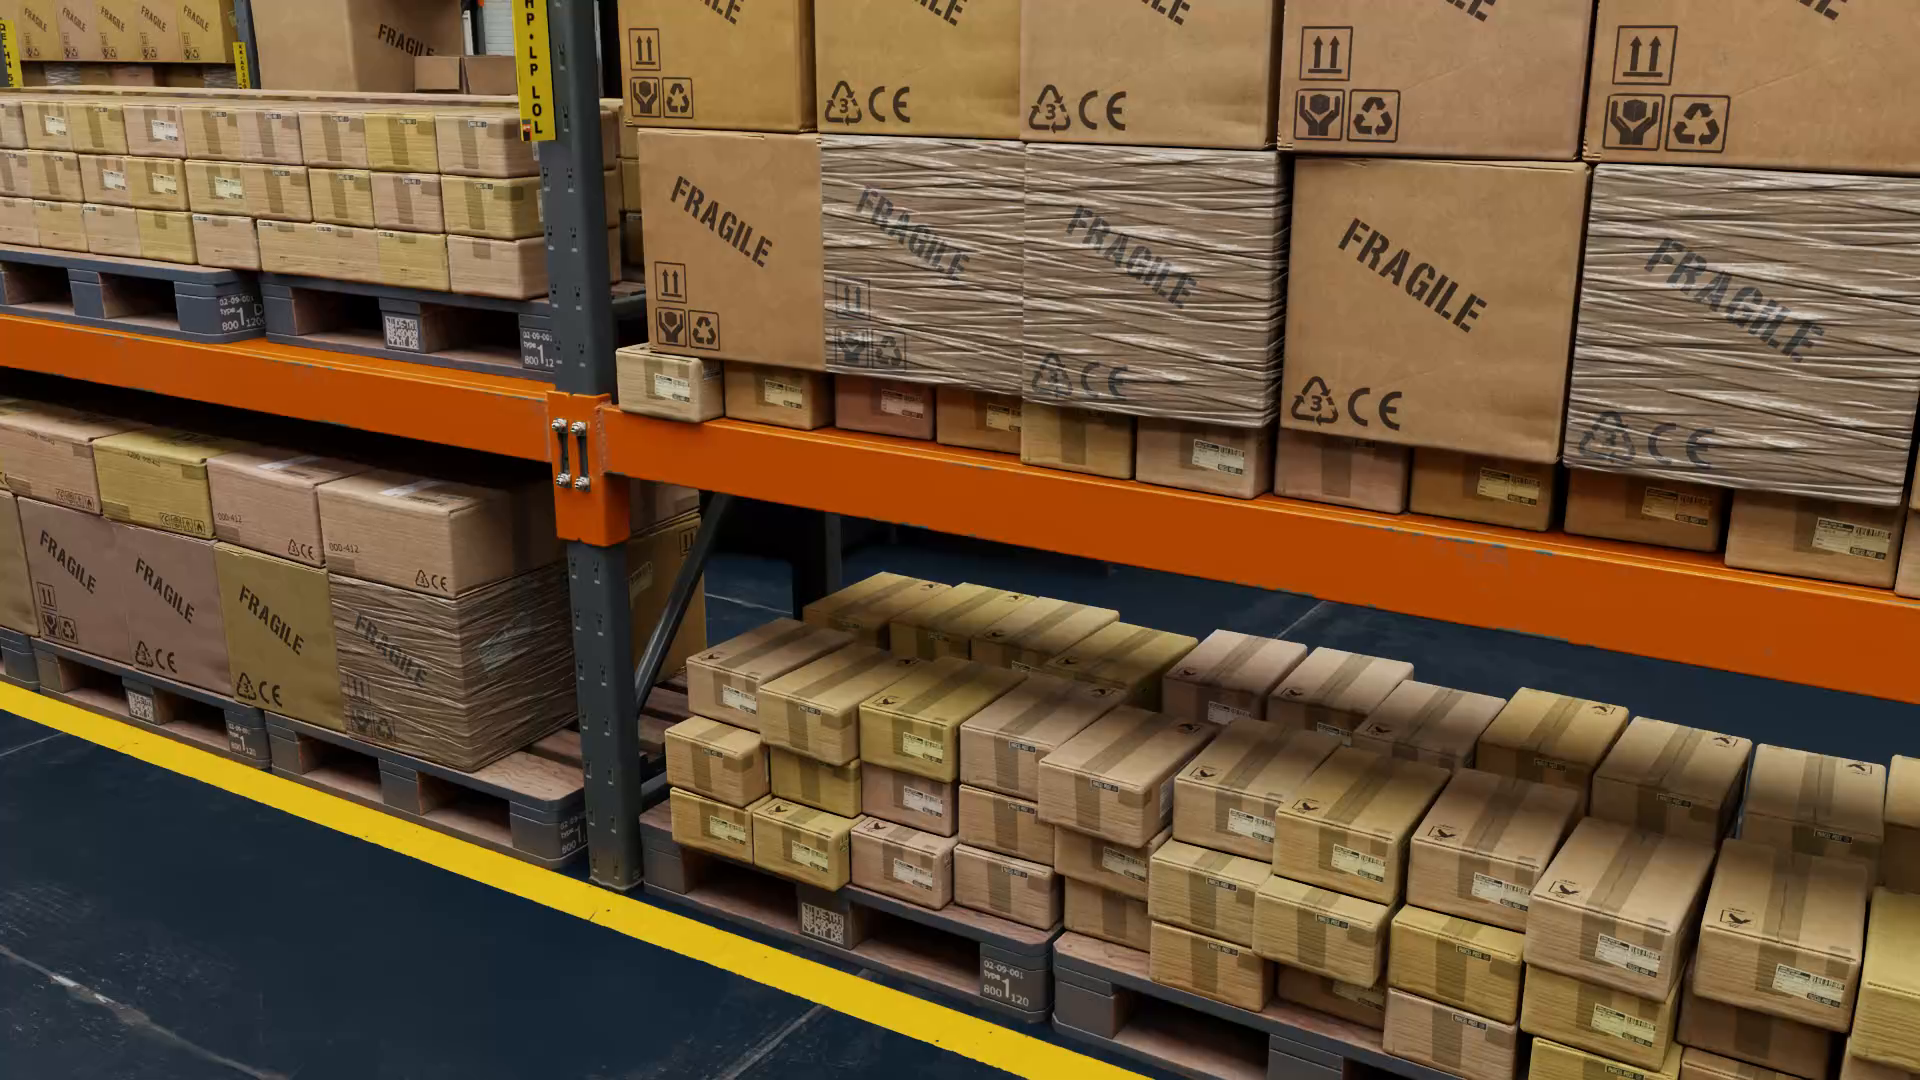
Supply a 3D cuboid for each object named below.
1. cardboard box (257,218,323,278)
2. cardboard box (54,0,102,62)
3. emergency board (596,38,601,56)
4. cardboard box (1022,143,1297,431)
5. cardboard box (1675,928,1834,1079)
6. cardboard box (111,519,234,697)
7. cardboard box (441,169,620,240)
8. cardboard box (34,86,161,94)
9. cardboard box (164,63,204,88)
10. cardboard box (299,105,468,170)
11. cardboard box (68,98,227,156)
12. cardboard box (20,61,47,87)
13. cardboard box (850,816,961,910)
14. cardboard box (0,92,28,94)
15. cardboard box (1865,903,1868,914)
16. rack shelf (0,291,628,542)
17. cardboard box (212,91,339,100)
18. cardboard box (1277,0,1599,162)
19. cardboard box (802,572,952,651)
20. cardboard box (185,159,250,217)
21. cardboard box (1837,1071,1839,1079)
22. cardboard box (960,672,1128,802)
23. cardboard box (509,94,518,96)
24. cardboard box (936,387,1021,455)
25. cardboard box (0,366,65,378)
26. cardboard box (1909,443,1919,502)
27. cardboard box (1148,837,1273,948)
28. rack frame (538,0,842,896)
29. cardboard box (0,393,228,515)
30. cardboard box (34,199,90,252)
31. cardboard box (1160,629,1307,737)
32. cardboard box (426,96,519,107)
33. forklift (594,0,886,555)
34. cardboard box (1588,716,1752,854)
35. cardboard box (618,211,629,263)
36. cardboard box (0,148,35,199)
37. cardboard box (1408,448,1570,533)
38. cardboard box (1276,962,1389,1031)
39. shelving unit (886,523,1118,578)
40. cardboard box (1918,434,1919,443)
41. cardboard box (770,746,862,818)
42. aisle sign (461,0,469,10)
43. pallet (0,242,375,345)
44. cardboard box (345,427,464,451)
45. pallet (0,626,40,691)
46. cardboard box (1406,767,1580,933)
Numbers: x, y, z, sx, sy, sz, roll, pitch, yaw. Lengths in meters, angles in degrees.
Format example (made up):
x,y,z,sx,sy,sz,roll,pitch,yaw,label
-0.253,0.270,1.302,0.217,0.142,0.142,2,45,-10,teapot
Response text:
x,y,z,sx,sy,sz,roll,pitch,yaw,label
-1.753,-0.850,4.729,0.250,0.149,0.380,9,19,27,cardboard box
-6.604,-3.970,12.886,0.500,0.500,0.500,10,20,30,cardboard box
-6.581,-8.767,31.081,0.643,1.169,0.194,10,20,30,emergency board
0.461,-0.536,3.300,0.500,0.500,0.500,10,19,29,cardboard box
1.526,0.832,3.151,0.250,0.149,0.380,10,19,29,cardboard box
-2.299,0.145,5.320,0.500,0.500,0.500,10,19,29,cardboard box
-1.107,-0.877,4.305,0.250,0.149,0.380,11,20,32,cardboard box
-3.203,-1.616,6.227,0.250,0.149,0.380,10,19,29,cardboard box
-5.558,-3.431,12.831,0.500,0.500,0.875,10,20,30,cardboard box
-1.557,-1.101,4.530,0.250,0.149,0.380,9,19,28,cardboard box
-2.449,-1.259,5.052,0.250,0.149,0.380,10,19,29,cardboard box
-7.265,-3.734,13.829,0.500,0.500,0.875,10,20,30,cardboard box
-0.056,0.721,4.028,0.250,0.149,0.380,10,20,30,cardboard box
-3.343,-1.419,5.578,0.250,0.149,0.380,10,20,30,cardboard box
1.811,0.707,3.564,0.250,0.149,0.380,11,20,32,cardboard box
-2.369,-0.602,5.441,4.000,0.370,1.077,10,20,30,rack shelf
-2.315,-1.458,5.706,0.250,0.149,0.380,11,20,33,cardboard box
0.892,-0.944,2.924,0.500,0.500,0.500,9,19,28,cardboard box
-0.225,0.226,4.636,0.250,0.149,0.380,11,20,32,cardboard box
-1.998,-1.036,4.827,0.250,0.149,0.380,9,19,27,cardboard box
1.734,1.025,3.027,0.250,0.149,0.380,10,20,30,cardboard box
0.200,0.457,3.875,0.250,0.149,0.380,10,19,29,cardboard box
-2.699,-2.905,11.319,0.500,0.250,0.500,9,19,29,cardboard box
0.148,-0.307,3.662,0.250,0.149,0.380,9,19,28,cardboard box
-3.353,-0.575,6.402,0.500,0.250,0.500,10,19,29,cardboard box
1.907,-0.132,3.088,0.250,0.149,0.380,11,20,33,cardboard box
0.599,0.701,3.584,0.250,0.149,0.380,10,20,30,cardboard box
-0.664,-0.642,4.335,0.127,3.000,1.000,10,20,30,rack frame
-2.765,-0.294,5.476,0.500,0.250,0.500,10,20,30,cardboard box
-2.666,-1.012,5.262,0.250,0.149,0.380,10,20,31,cardboard box
0.689,0.368,4.167,0.250,0.149,0.380,9,19,27,cardboard box
-1.429,-1.301,5.188,0.250,0.149,0.380,10,19,29,cardboard box
-1.632,-1.615,7.655,3.031,2.935,1.130,8,19,25,forklift
1.544,0.537,3.612,0.250,0.149,0.380,11,20,32,cardboard box
-0.999,-0.938,5.016,0.250,0.149,0.380,10,20,31,cardboard box
-2.878,-1.194,5.347,0.250,0.149,0.380,10,20,30,cardboard box
1.032,-0.147,3.137,0.250,0.149,0.380,11,20,31,cardboard box
0.868,0.864,3.558,0.250,0.149,0.380,11,20,32,cardboard box
0.256,-0.513,7.135,1.048,1.125,0.538,8,19,25,shelving unit
2.037,-0.436,2.971,0.500,0.500,0.500,10,20,30,cardboard box
-0.260,0.529,4.149,0.250,0.149,0.380,10,20,30,cardboard box
-5.522,-6.236,18.276,0.004,0.787,0.394,10,20,30,aisle sign
-2.365,-0.868,5.408,1.213,0.211,1.003,10,20,30,pallet
-1.611,-0.264,5.378,0.500,0.250,0.500,11,20,32,cardboard box
-3.408,0.203,6.350,1.213,0.211,1.003,10,20,30,pallet
1.077,0.617,3.349,0.250,0.149,0.380,9,19,28,cardboard box
